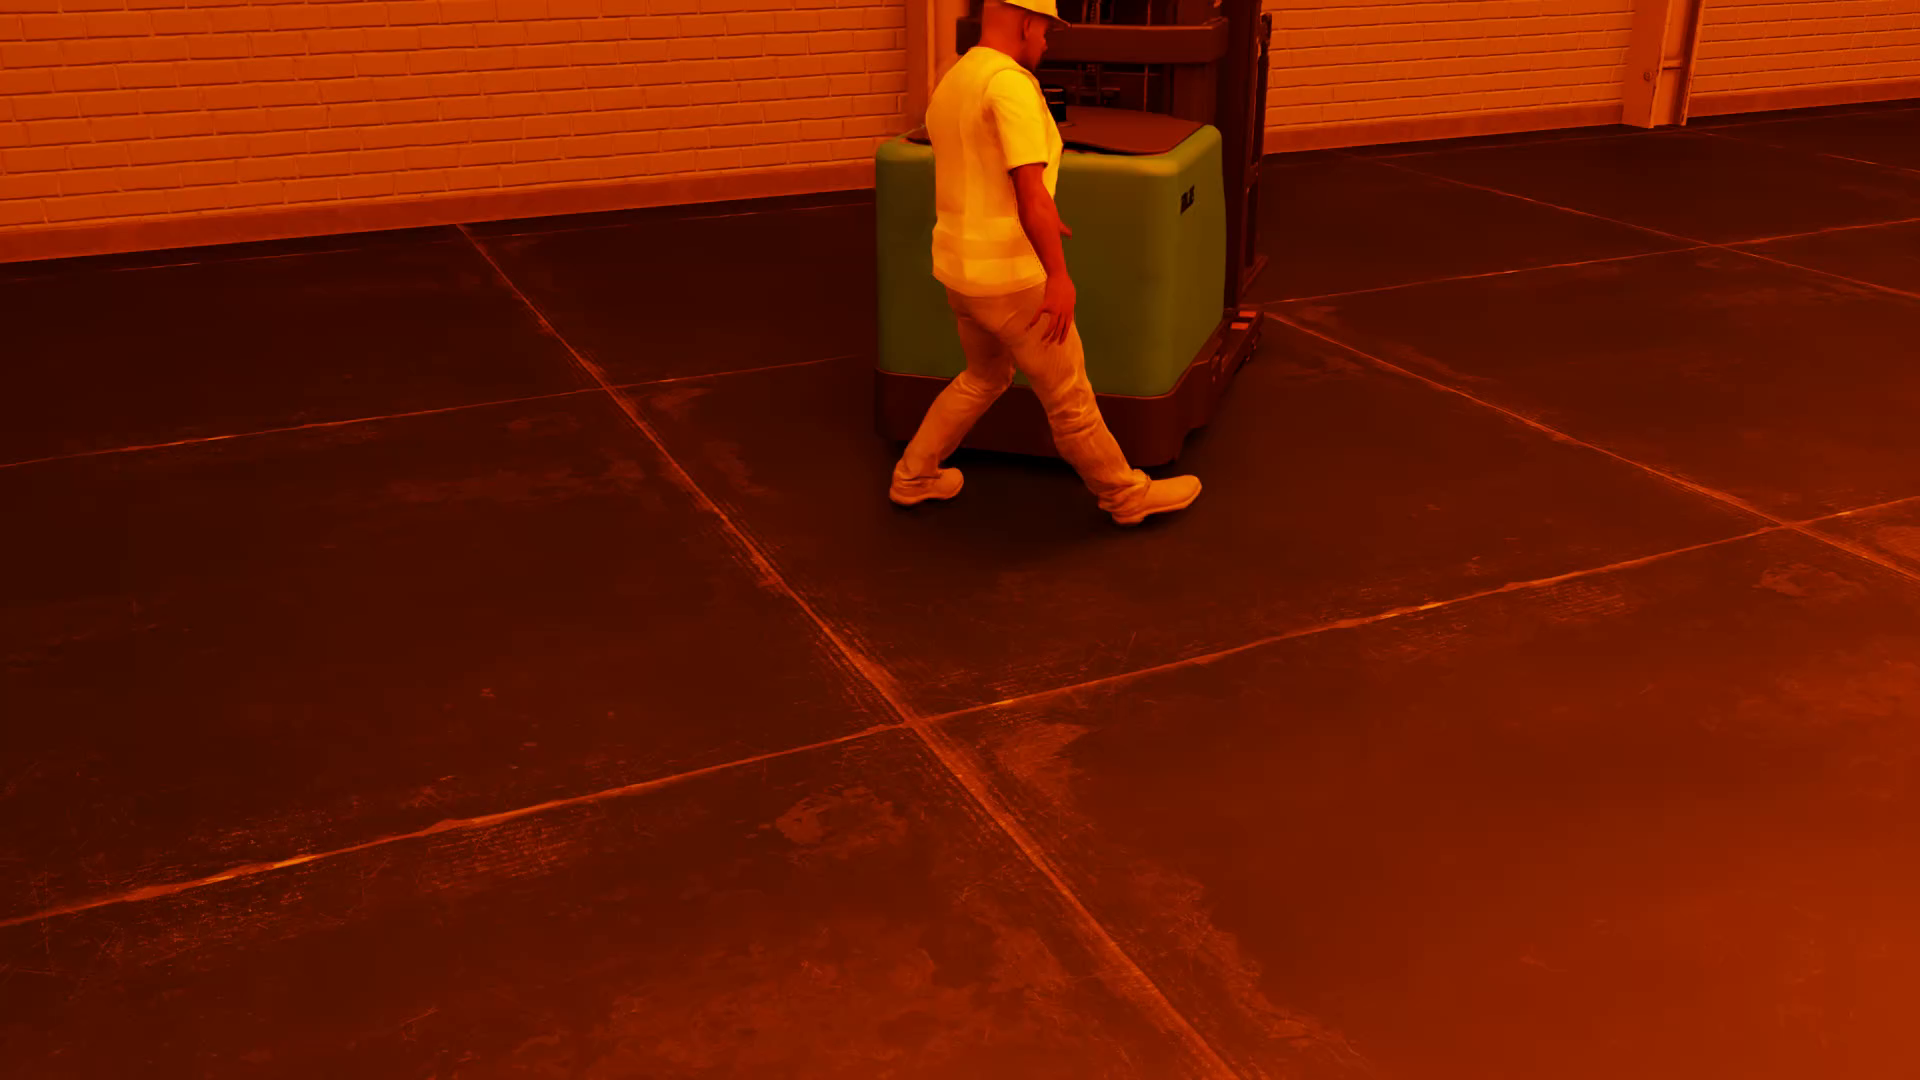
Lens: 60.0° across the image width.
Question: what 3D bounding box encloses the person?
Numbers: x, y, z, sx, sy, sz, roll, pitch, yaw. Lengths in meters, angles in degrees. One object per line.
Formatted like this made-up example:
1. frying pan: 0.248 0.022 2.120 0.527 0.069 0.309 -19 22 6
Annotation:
1. person: 0.293 -0.834 4.949 0.880 1.670 0.835 -9 24 -22

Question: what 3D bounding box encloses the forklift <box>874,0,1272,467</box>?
1. forklift: 0.655 -2.130 6.414 1.130 2.935 3.031 7 24 17
